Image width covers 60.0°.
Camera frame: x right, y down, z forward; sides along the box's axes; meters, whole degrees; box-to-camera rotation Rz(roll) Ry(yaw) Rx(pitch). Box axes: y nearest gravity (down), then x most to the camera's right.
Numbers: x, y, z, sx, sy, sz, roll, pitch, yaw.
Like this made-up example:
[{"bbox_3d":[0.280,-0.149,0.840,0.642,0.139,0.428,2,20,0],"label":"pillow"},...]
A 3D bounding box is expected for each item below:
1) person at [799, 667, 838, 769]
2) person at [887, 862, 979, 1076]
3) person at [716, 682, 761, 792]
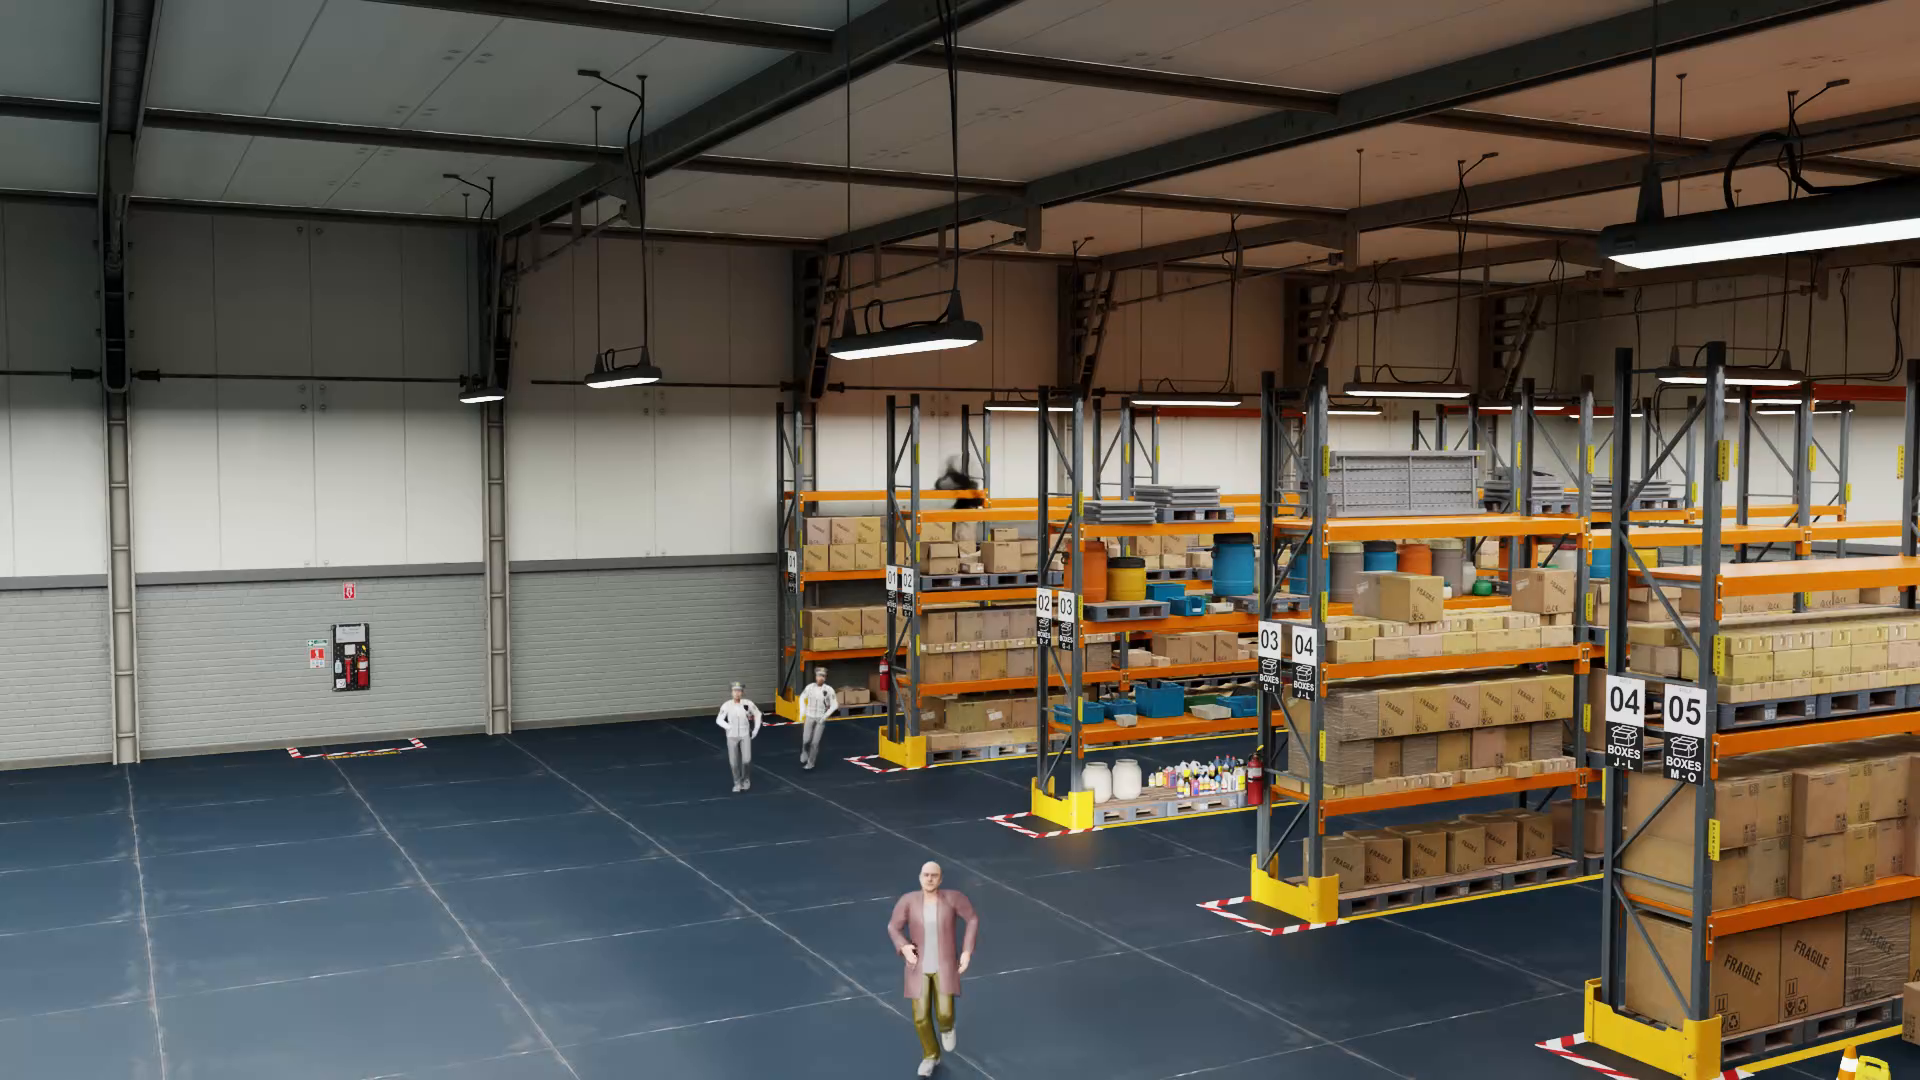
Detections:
[{"bbox_3d":[-2.267,2.840,26.616,0.645,1.629,0.507,0,3,1],"label":"person"},{"bbox_3d":[-0.231,3.516,13.710,0.754,1.732,0.647,0,3,4],"label":"person"},{"bbox_3d":[-3.272,2.926,24.626,0.671,1.668,0.562,0,3,-8],"label":"person"}]
